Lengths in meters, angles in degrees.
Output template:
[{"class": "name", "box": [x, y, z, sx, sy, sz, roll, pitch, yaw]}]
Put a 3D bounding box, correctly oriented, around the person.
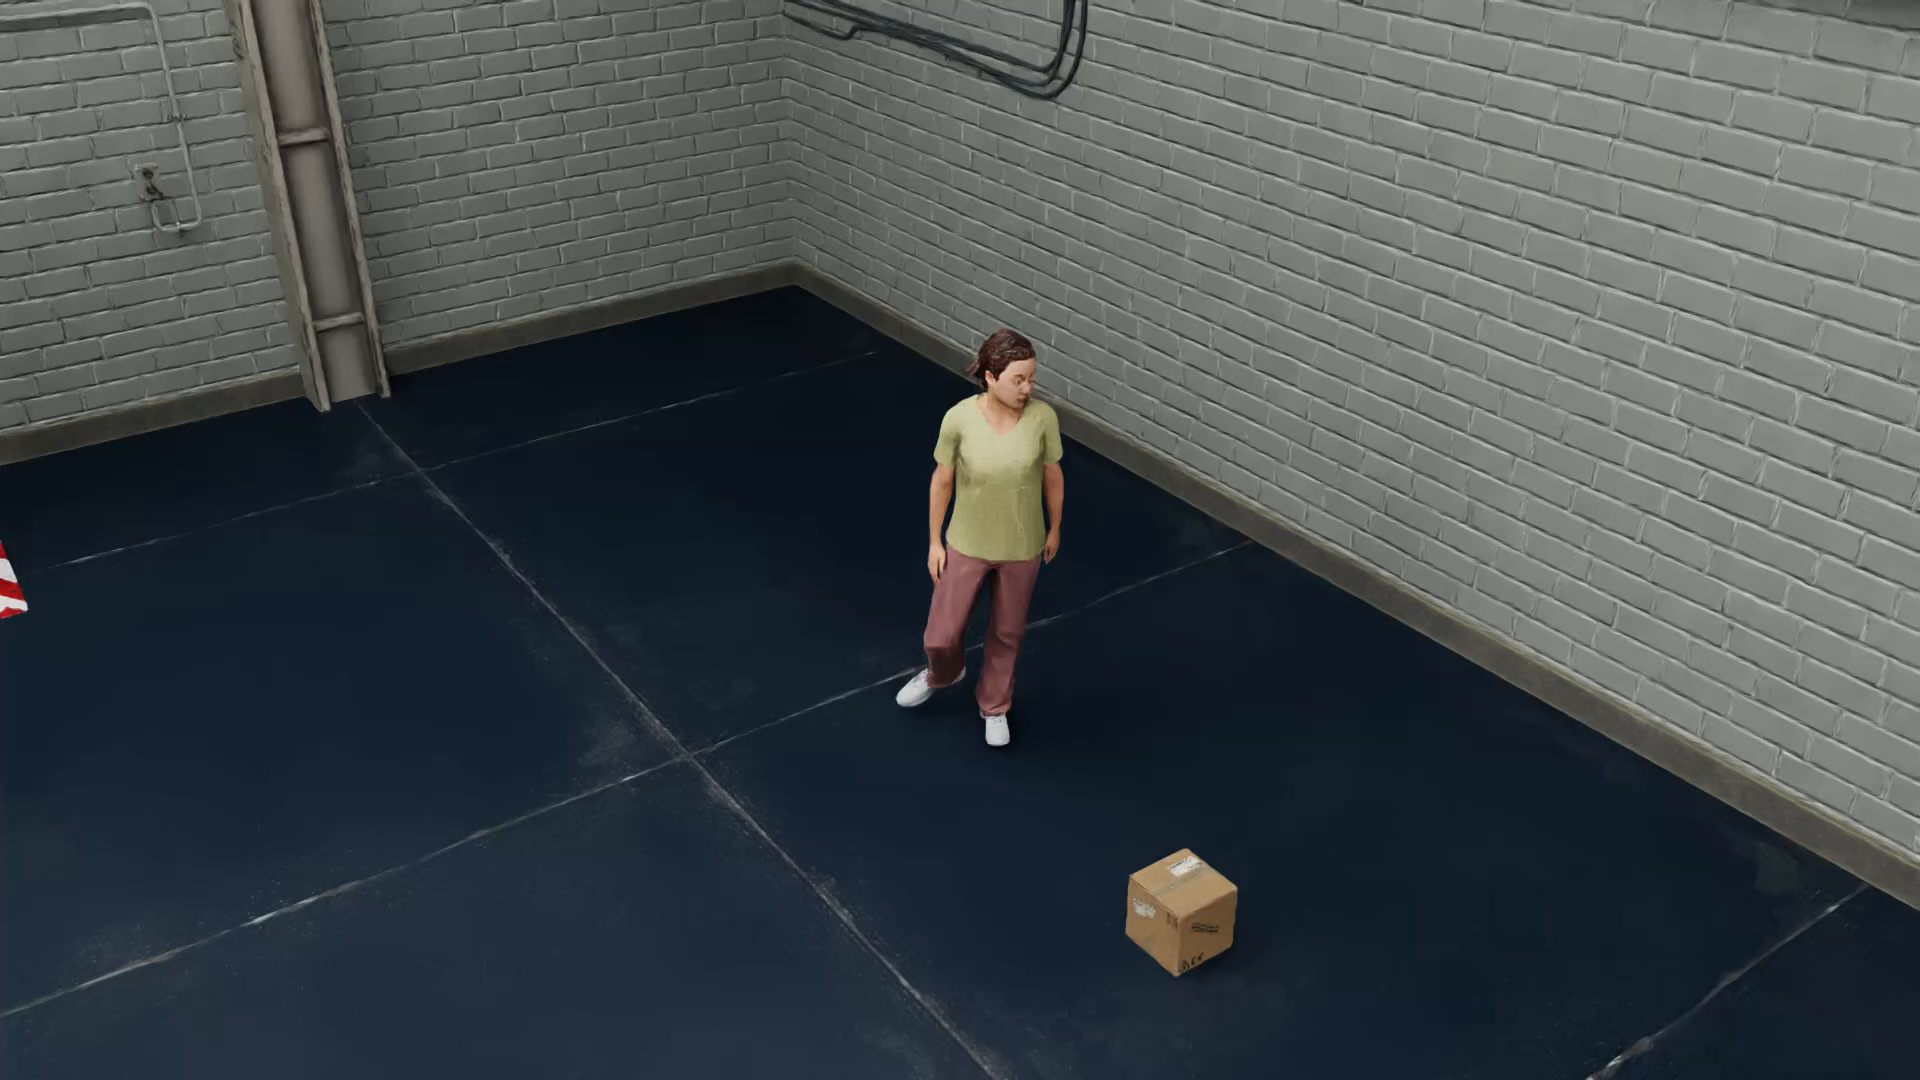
[{"class": "person", "box": [0.064, -0.007, 6.103, 0.628, 1.667, 0.431, -1, 29, -2]}]
